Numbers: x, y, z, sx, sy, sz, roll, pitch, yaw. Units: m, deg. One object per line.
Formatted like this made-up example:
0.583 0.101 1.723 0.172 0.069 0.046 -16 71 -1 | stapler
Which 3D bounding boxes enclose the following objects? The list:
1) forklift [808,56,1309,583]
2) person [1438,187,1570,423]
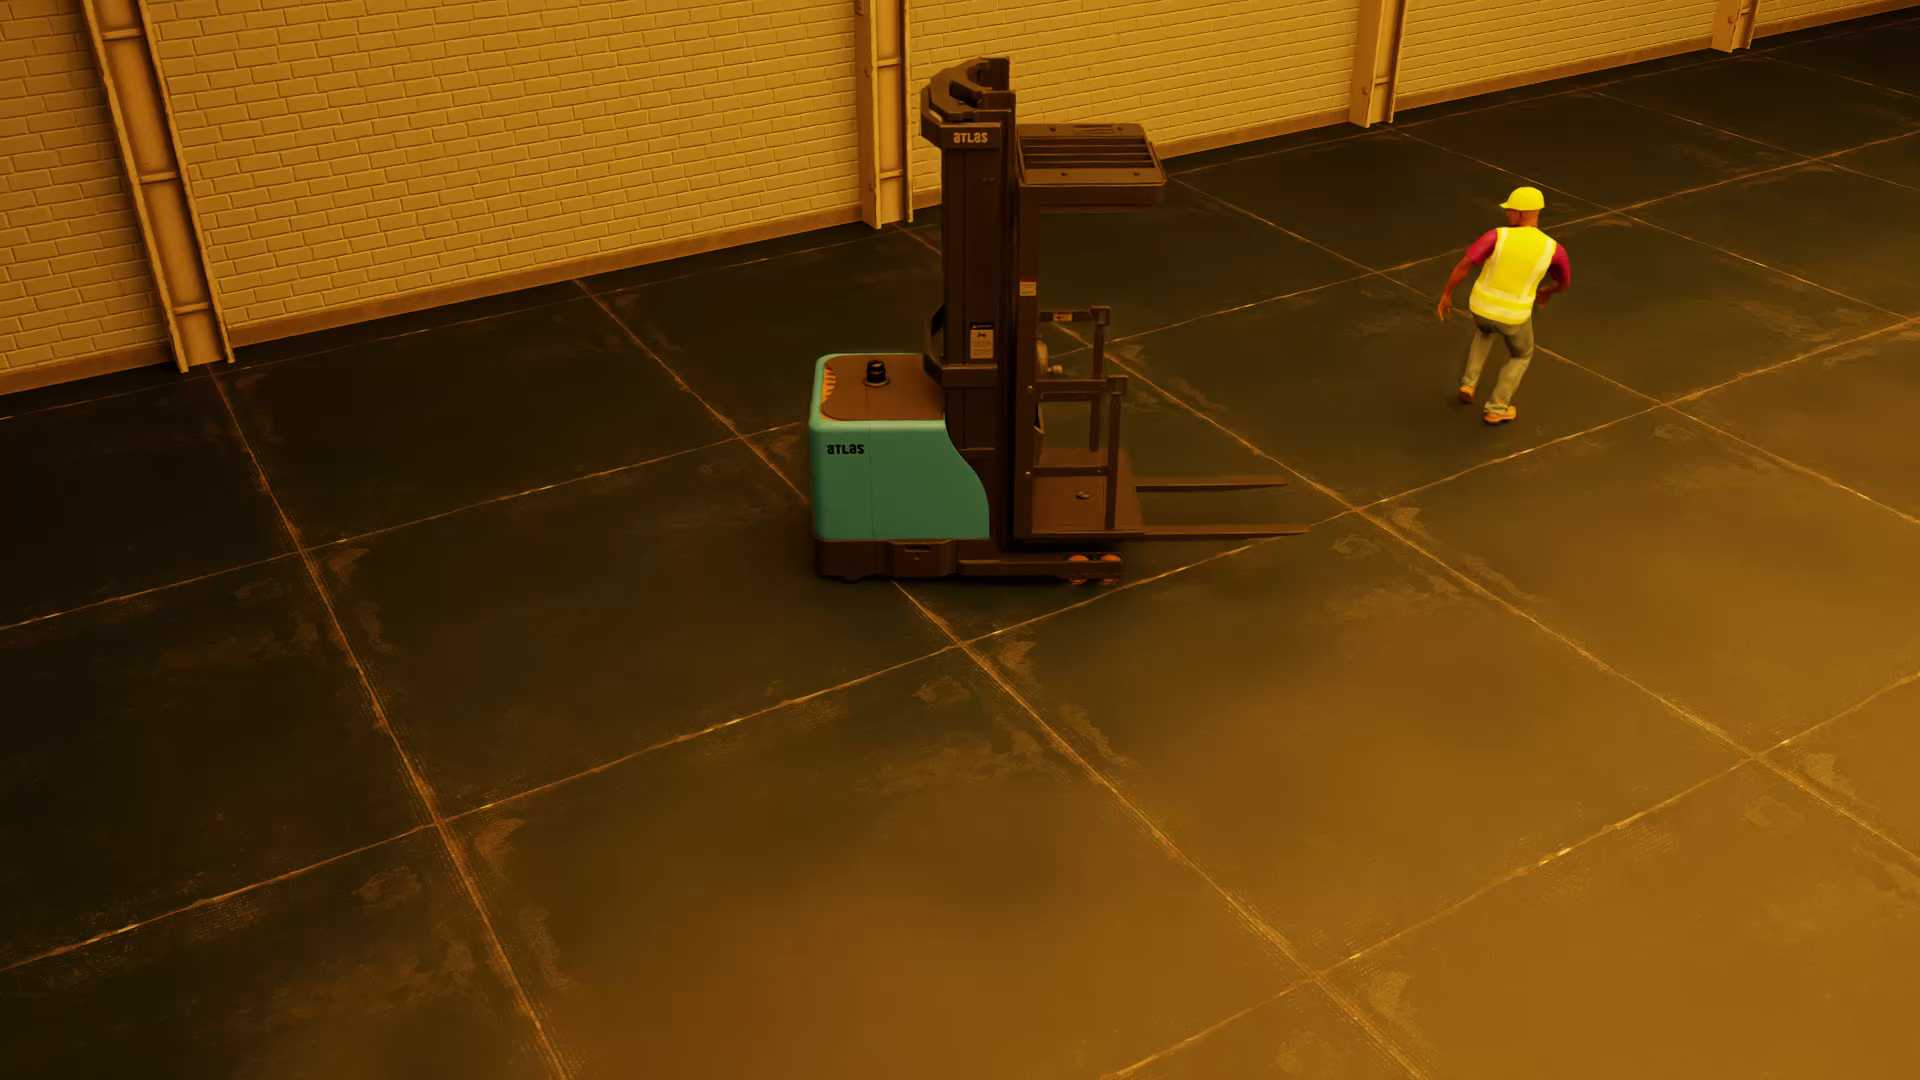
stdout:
0.613 -1.271 9.769 3.031 2.935 1.130 -1 31 -1 | forklift
3.795 -1.622 11.594 0.753 1.714 0.753 18 35 27 | person
